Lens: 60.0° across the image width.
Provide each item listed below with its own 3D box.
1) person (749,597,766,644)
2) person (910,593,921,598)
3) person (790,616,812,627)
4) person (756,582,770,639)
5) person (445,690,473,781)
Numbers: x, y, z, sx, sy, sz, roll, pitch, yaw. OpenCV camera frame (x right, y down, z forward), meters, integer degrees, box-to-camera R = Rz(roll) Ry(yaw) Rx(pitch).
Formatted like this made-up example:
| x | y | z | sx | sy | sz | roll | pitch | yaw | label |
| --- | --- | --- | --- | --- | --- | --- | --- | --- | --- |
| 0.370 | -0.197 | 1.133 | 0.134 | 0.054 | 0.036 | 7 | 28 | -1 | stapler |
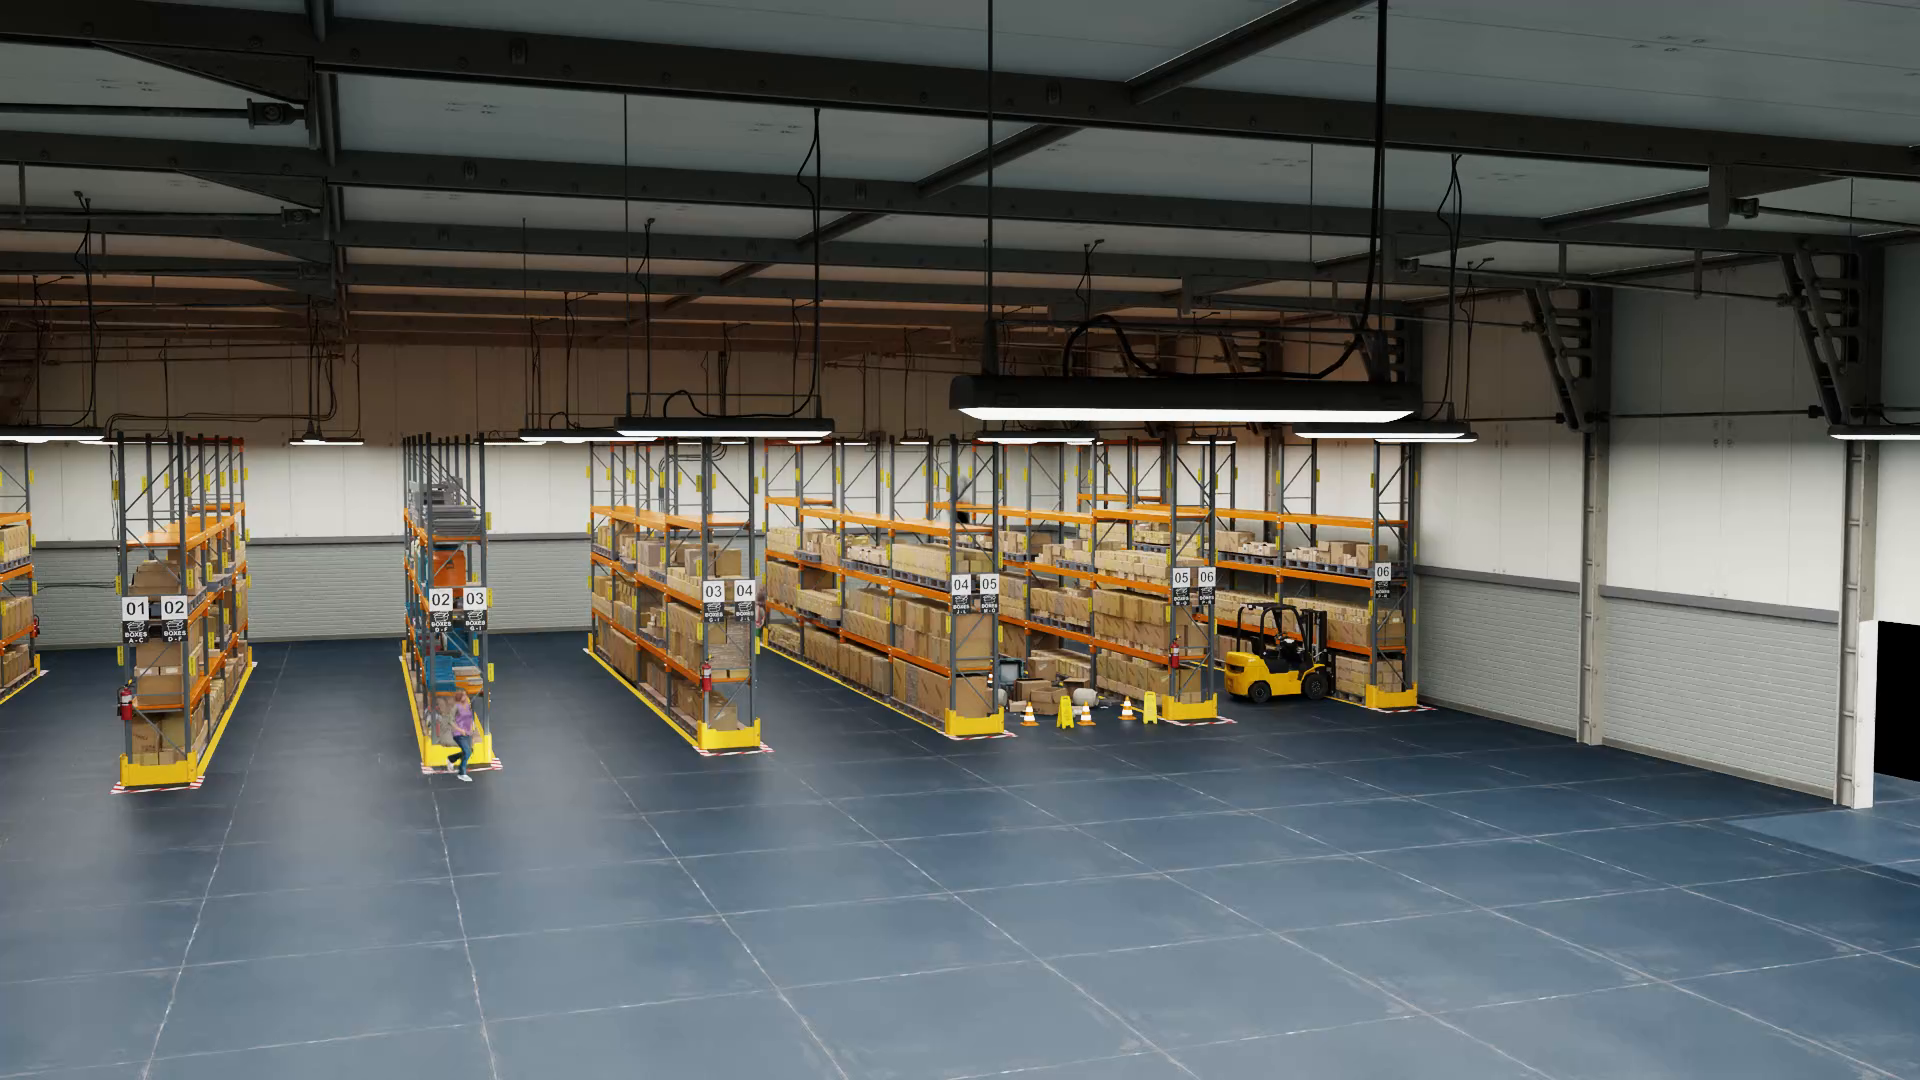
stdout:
| x | y | z | sx | sy | sz | roll | pitch | yaw | label |
| --- | --- | --- | --- | --- | --- | --- | --- | --- | --- |
| -5.529 | 2.376 | 44.705 | 0.642 | 1.751 | 0.625 | -1 | 3 | -19 | person |
| -1.293 | 2.081 | 51.310 | 0.562 | 1.614 | 0.694 | 0 | 3 | -9 | person |
| -4.852 | 2.089 | 49.960 | 0.899 | 1.751 | 0.676 | -1 | 3 | -19 | person |
| -5.877 | 2.183 | 49.325 | 0.721 | 1.710 | 0.683 | -2 | 4 | -35 | person |
| -8.668 | 3.365 | 28.732 | 0.562 | 1.565 | 0.573 | 1 | 3 | 17 | person |
